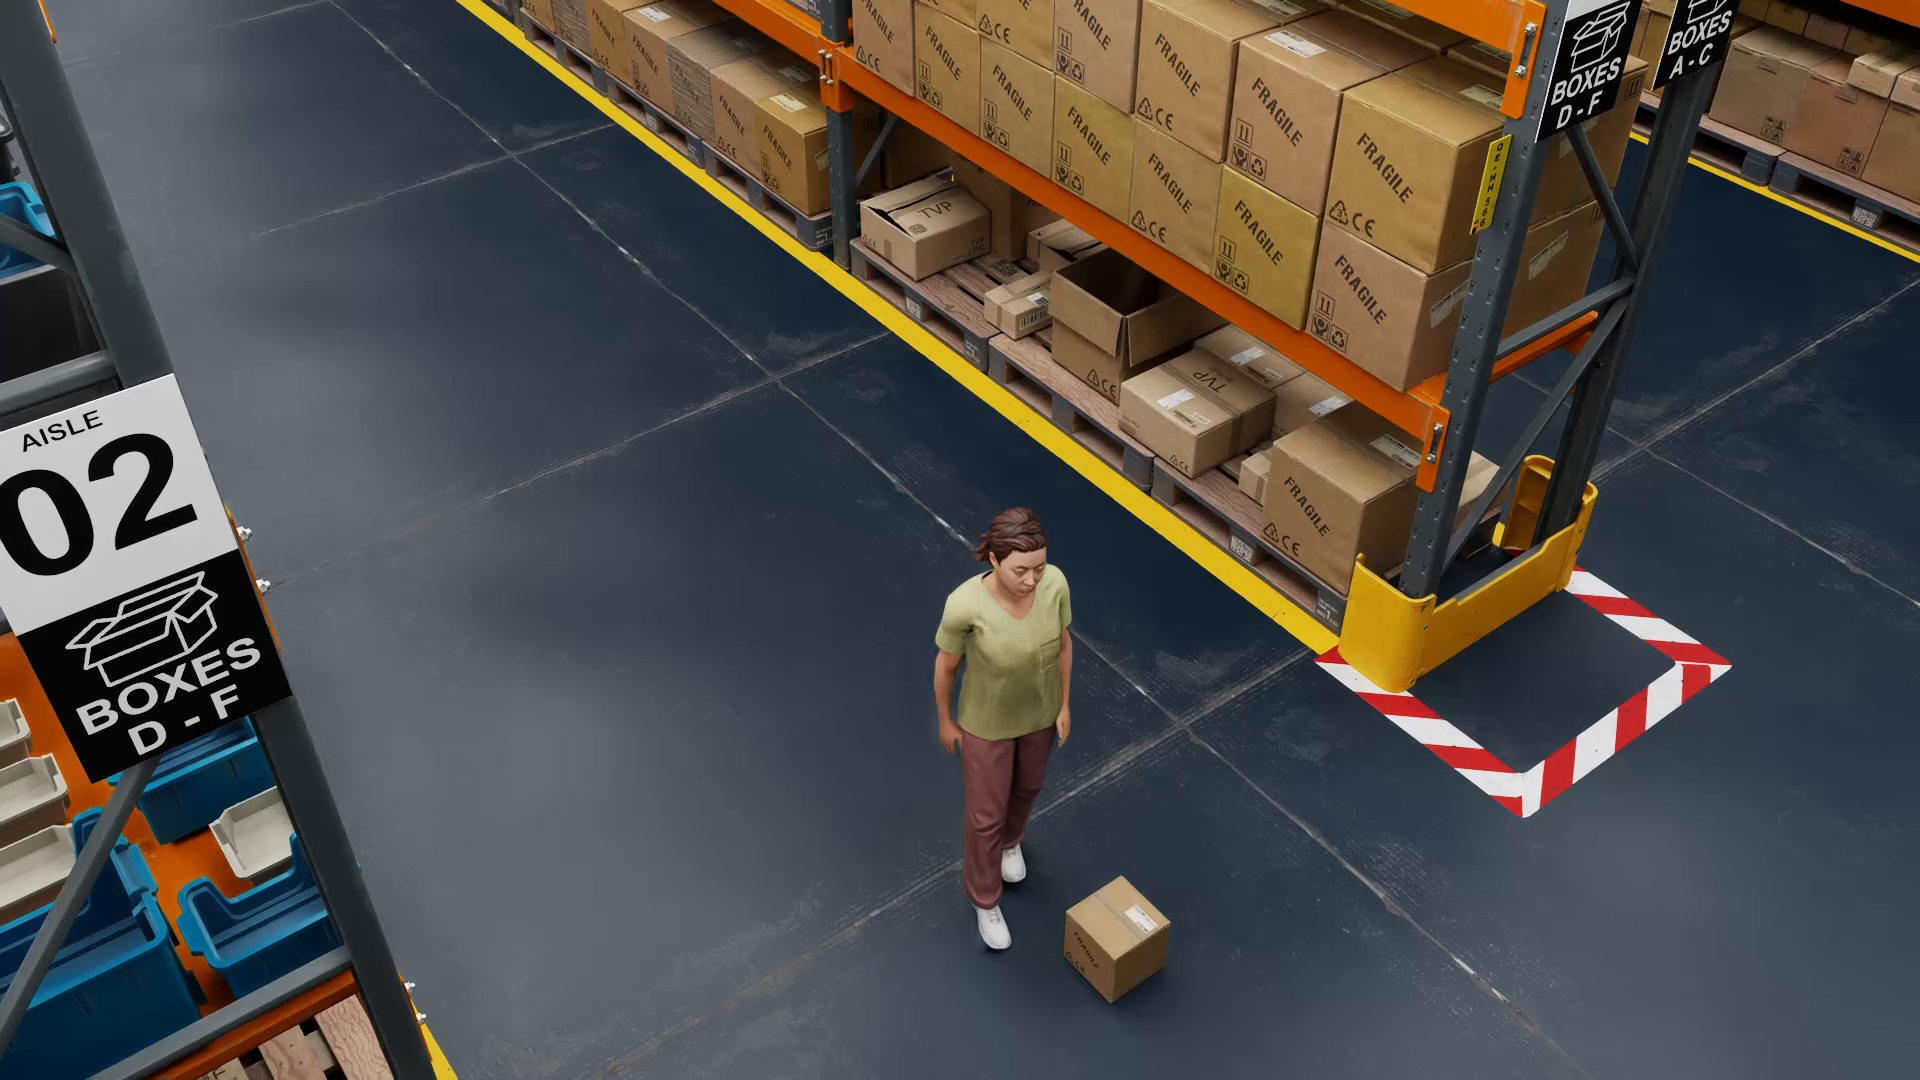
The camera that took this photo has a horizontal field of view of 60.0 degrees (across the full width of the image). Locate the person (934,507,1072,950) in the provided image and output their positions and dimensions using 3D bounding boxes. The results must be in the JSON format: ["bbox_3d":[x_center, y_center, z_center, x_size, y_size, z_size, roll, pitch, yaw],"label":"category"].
[{"bbox_3d":[0.169,0.601,5.442,0.465,1.681,0.539,-15,43,-16],"label":"person"}]
